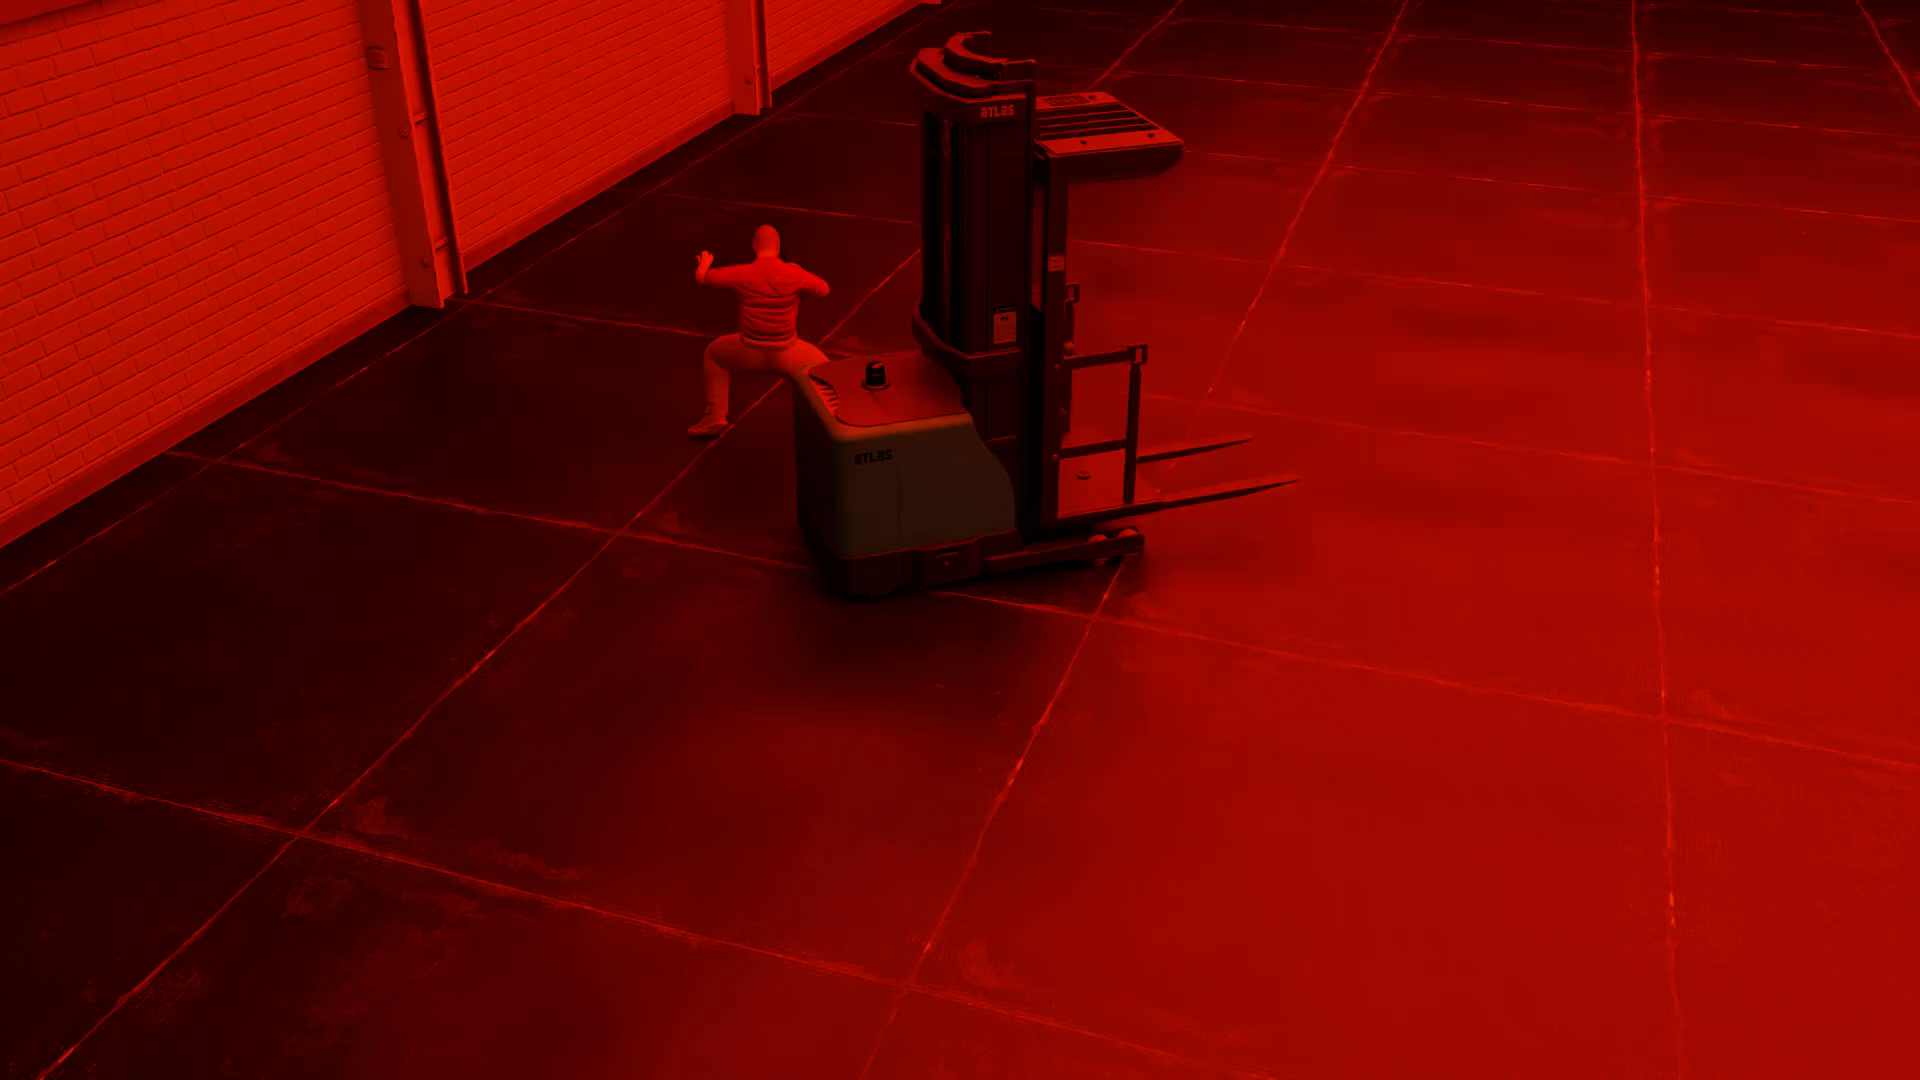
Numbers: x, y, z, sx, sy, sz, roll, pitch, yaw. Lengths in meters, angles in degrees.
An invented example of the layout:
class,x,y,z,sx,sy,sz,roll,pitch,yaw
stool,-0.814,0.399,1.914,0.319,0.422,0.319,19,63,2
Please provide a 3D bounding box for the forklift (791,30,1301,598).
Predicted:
class,x,y,z,sx,sy,sz,roll,pitch,yaw
forklift,0.576,-1.374,9.546,3.031,2.935,1.130,-10,31,-16

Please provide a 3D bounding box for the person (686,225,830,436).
class,x,y,z,sx,sy,sz,roll,pitch,yaw
person,-1.279,-1.394,11.047,1.146,1.506,0.688,1,30,2
